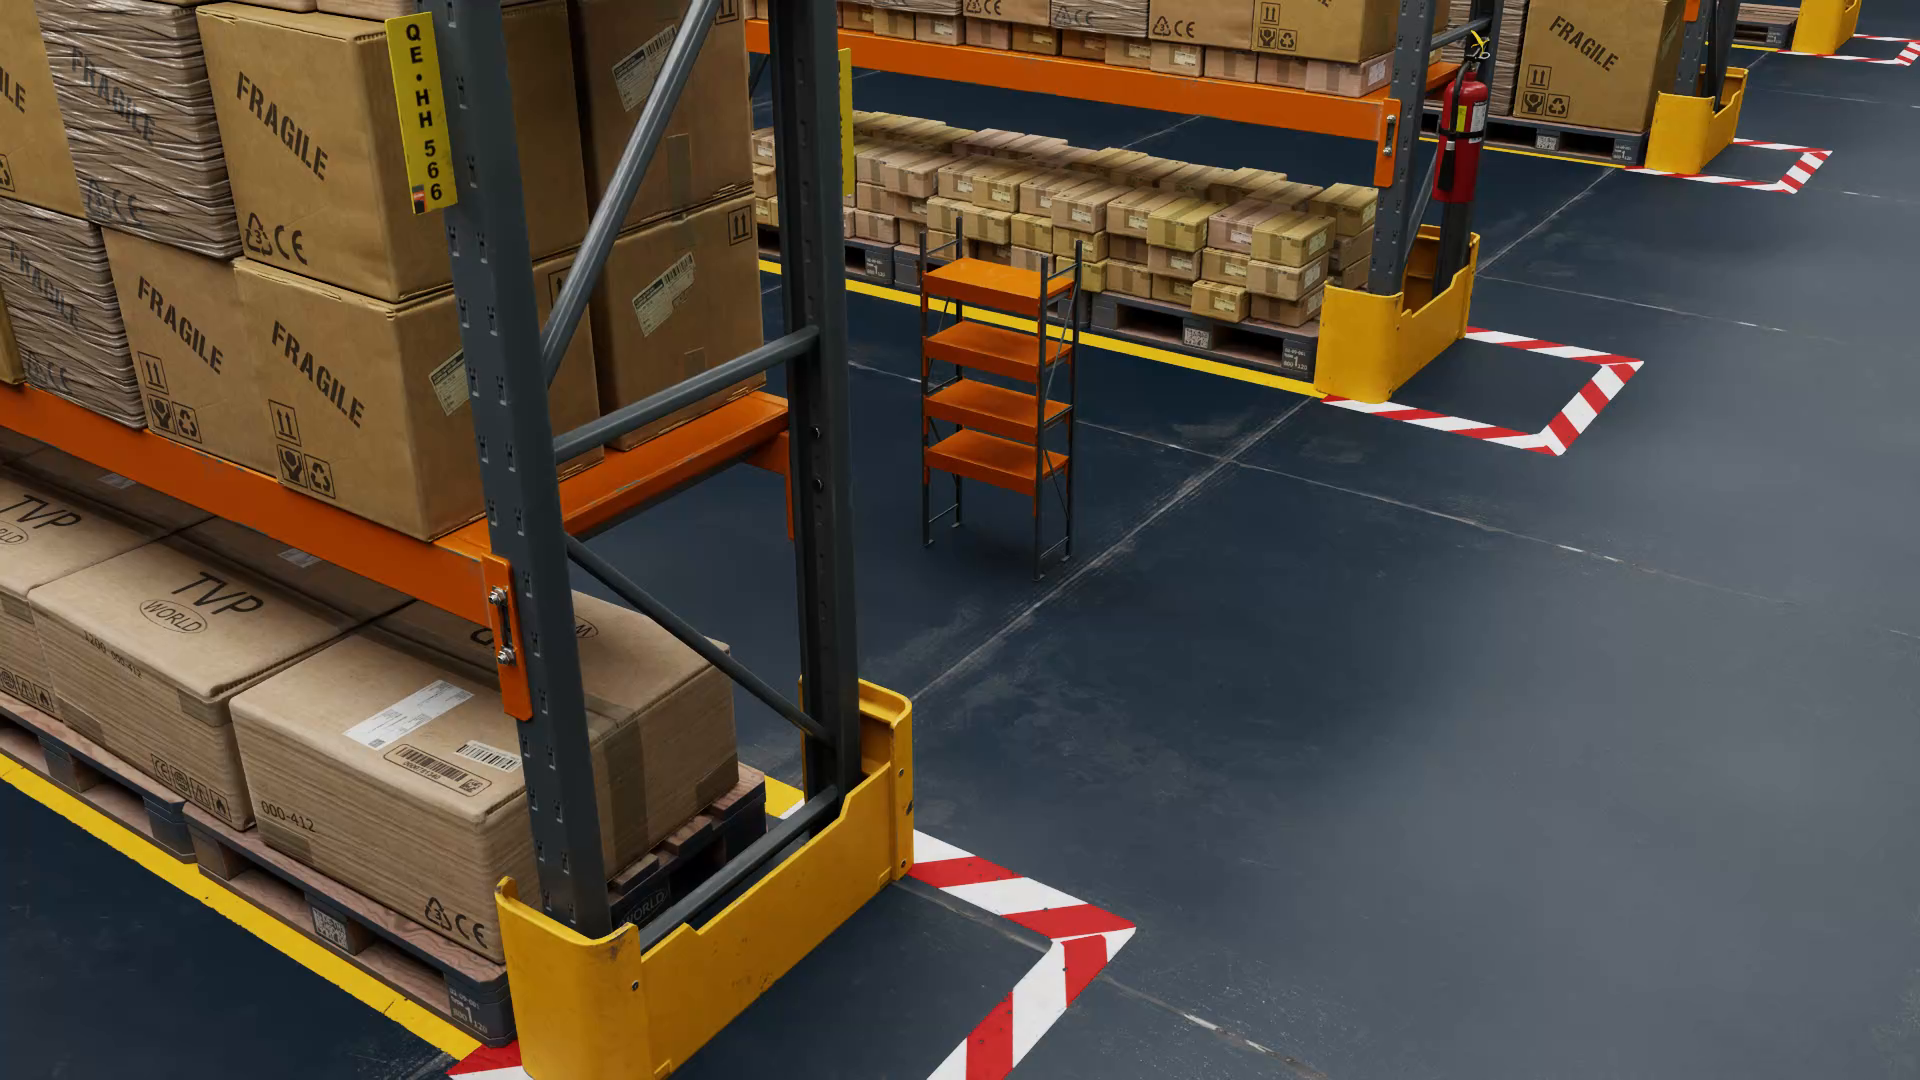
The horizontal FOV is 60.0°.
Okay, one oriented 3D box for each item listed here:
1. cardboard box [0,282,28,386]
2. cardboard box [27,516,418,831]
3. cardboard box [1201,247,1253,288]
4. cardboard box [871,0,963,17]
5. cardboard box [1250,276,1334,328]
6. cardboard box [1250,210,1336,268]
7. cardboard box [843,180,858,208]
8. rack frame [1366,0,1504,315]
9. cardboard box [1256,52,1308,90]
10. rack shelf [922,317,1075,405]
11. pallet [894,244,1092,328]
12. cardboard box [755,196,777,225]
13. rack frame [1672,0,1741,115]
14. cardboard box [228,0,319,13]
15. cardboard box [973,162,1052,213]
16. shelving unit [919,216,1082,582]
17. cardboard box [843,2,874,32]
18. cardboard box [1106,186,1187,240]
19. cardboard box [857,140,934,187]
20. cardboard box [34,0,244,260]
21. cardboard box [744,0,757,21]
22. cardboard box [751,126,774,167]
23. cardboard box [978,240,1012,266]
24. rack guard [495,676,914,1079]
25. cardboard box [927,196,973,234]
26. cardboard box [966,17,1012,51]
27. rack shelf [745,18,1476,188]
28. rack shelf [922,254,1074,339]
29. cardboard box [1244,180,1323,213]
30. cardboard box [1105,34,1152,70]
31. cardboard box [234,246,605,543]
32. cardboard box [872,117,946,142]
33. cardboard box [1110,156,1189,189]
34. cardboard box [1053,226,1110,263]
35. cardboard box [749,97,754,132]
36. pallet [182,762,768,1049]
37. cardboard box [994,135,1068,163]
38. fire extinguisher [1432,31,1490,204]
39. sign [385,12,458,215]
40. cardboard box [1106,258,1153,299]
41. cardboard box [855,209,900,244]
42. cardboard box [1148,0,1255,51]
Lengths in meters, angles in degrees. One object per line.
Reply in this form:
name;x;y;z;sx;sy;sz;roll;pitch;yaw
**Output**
cardboard box;-2.407;-0.761;4.327;0.500;0.500;0.500;18;32;32
cardboard box;-1.951;0.290;4.735;0.875;0.438;0.875;18;32;32
cardboard box;1.346;-1.342;7.933;0.250;0.149;0.380;16;31;29
cardboard box;-0.097;-2.893;8.189;0.500;0.500;0.500;17;31;29
cardboard box;1.576;-1.151;7.885;0.250;0.149;0.380;18;32;31
cardboard box;1.548;-1.400;7.718;0.250;0.149;0.380;18;32;31
cardboard box;-0.571;-1.960;9.147;0.250;0.149;0.380;17;32;30
rack frame;2.128;-2.177;7.221;0.127;3.000;1.000;17;32;30
cardboard box;1.515;-2.121;7.388;0.250;0.149;0.380;17;32;30
rack shelf;0.136;-0.632;5.823;0.480;0.148;0.258;17;32;30
pallet;0.414;-1.489;8.944;1.213;0.211;1.003;17;32;30
cardboard box;-1.051;-1.907;9.371;0.250;0.149;0.380;16;31;28
rack frame;5.019;-4.006;10.814;0.127;3.000;1.000;17;32;30
cardboard box;-1.224;-1.153;3.281;0.250;0.149;0.380;18;32;31
cardboard box;0.271;-1.809;8.522;0.250;0.149;0.380;17;32;31
shelving unit;0.136;-0.492;5.894;0.503;1.200;0.258;17;32;30
cardboard box;-0.396;-2.738;8.600;0.250;0.149;0.380;16;31;28
cardboard box;0.910;-1.595;8.102;0.250;0.149;0.380;16;31;28
cardboard box;-0.345;-2.022;8.941;0.250;0.149;0.380;16;31;29
cardboard box;-1.571;-0.949;3.595;0.500;0.500;0.500;17;32;30
cardboard box;-1.121;-2.897;8.913;0.250;0.149;0.380;19;32;32
cardboard box;-1.003;-2.220;9.330;0.250;0.149;0.380;19;32;32
cardboard box;0.301;-1.550;8.670;0.250;0.149;0.380;18;32;32
rack guard;-0.572;0.820;4.088;0.348;0.500;1.175;17;32;30
cardboard box;0.035;-1.722;8.679;0.250;0.149;0.380;17;32;30
cardboard box;0.239;-2.526;8.183;0.250;0.149;0.380;19;32;32
rack shelf;0.479;-2.370;8.393;4.000;0.370;1.077;17;32;30
rack shelf;0.136;-0.842;5.716;0.480;0.148;0.258;17;32;30
cardboard box;1.593;-1.646;8.202;0.250;0.149;0.380;18;32;31
cardboard box;0.876;-2.315;7.770;0.250;0.149;0.380;16;31;28
cardboard box;-1.139;-0.370;3.560;0.500;0.500;0.500;18;32;31
cardboard box;-0.287;-2.280;9.447;0.250;0.149;0.380;17;32;30
cardboard box;0.983;-1.866;8.634;0.250;0.149;0.380;19;32;32
cardboard box;0.668;-1.516;8.274;0.250;0.149;0.380;18;32;31
cardboard box;-1.628;-2.566;10.279;0.500;0.500;0.500;19;32;32
pallet;-1.295;0.766;4.512;1.213;0.211;1.003;17;32;30
cardboard box;0.388;-2.085;9.063;0.250;0.149;0.380;16;31;29
fire extinguisher;2.074;-1.739;6.857;0.183;0.674;0.296;17;32;30
sign;-0.910;-0.723;2.826;0.005;0.325;0.100;17;32;30
cardboard box;0.926;-1.338;8.252;0.250;0.149;0.380;18;32;31
cardboard box;-0.360;-1.748;9.058;0.250;0.149;0.380;17;31;29
cardboard box;1.190;-2.508;7.432;0.500;0.500;0.500;17;31;30
